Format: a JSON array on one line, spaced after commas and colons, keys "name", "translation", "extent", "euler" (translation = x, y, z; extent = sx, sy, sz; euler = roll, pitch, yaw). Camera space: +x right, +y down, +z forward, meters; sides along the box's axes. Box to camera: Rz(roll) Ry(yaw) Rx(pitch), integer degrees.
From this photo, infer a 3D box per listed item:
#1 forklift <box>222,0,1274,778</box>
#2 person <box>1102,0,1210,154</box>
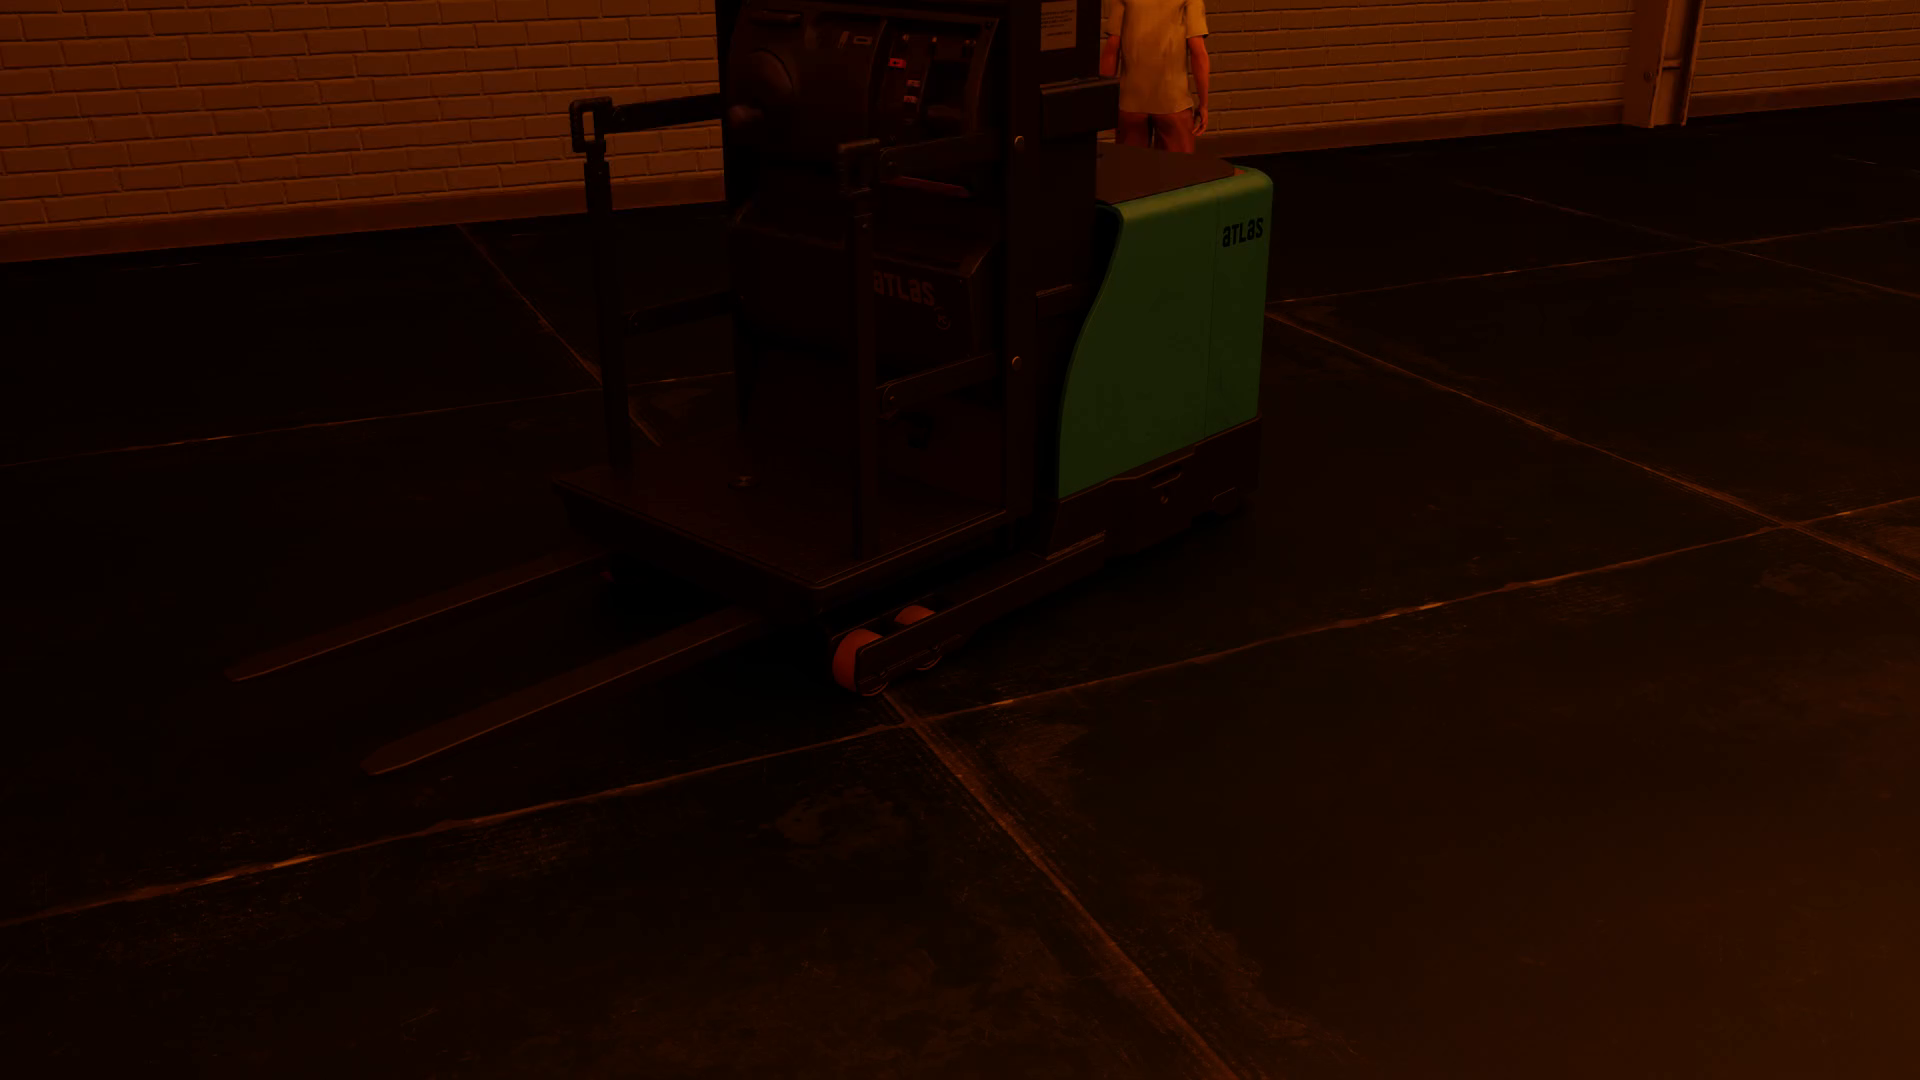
[{"name": "forklift", "translation": [-0.413, -1.182, 4.131], "extent": [1.130, 2.935, 3.031], "euler": [19, 29, 39]}, {"name": "person", "translation": [0.904, -1.983, 7.701], "extent": [0.499, 1.673, 0.355], "euler": [7, 24, 16]}]
